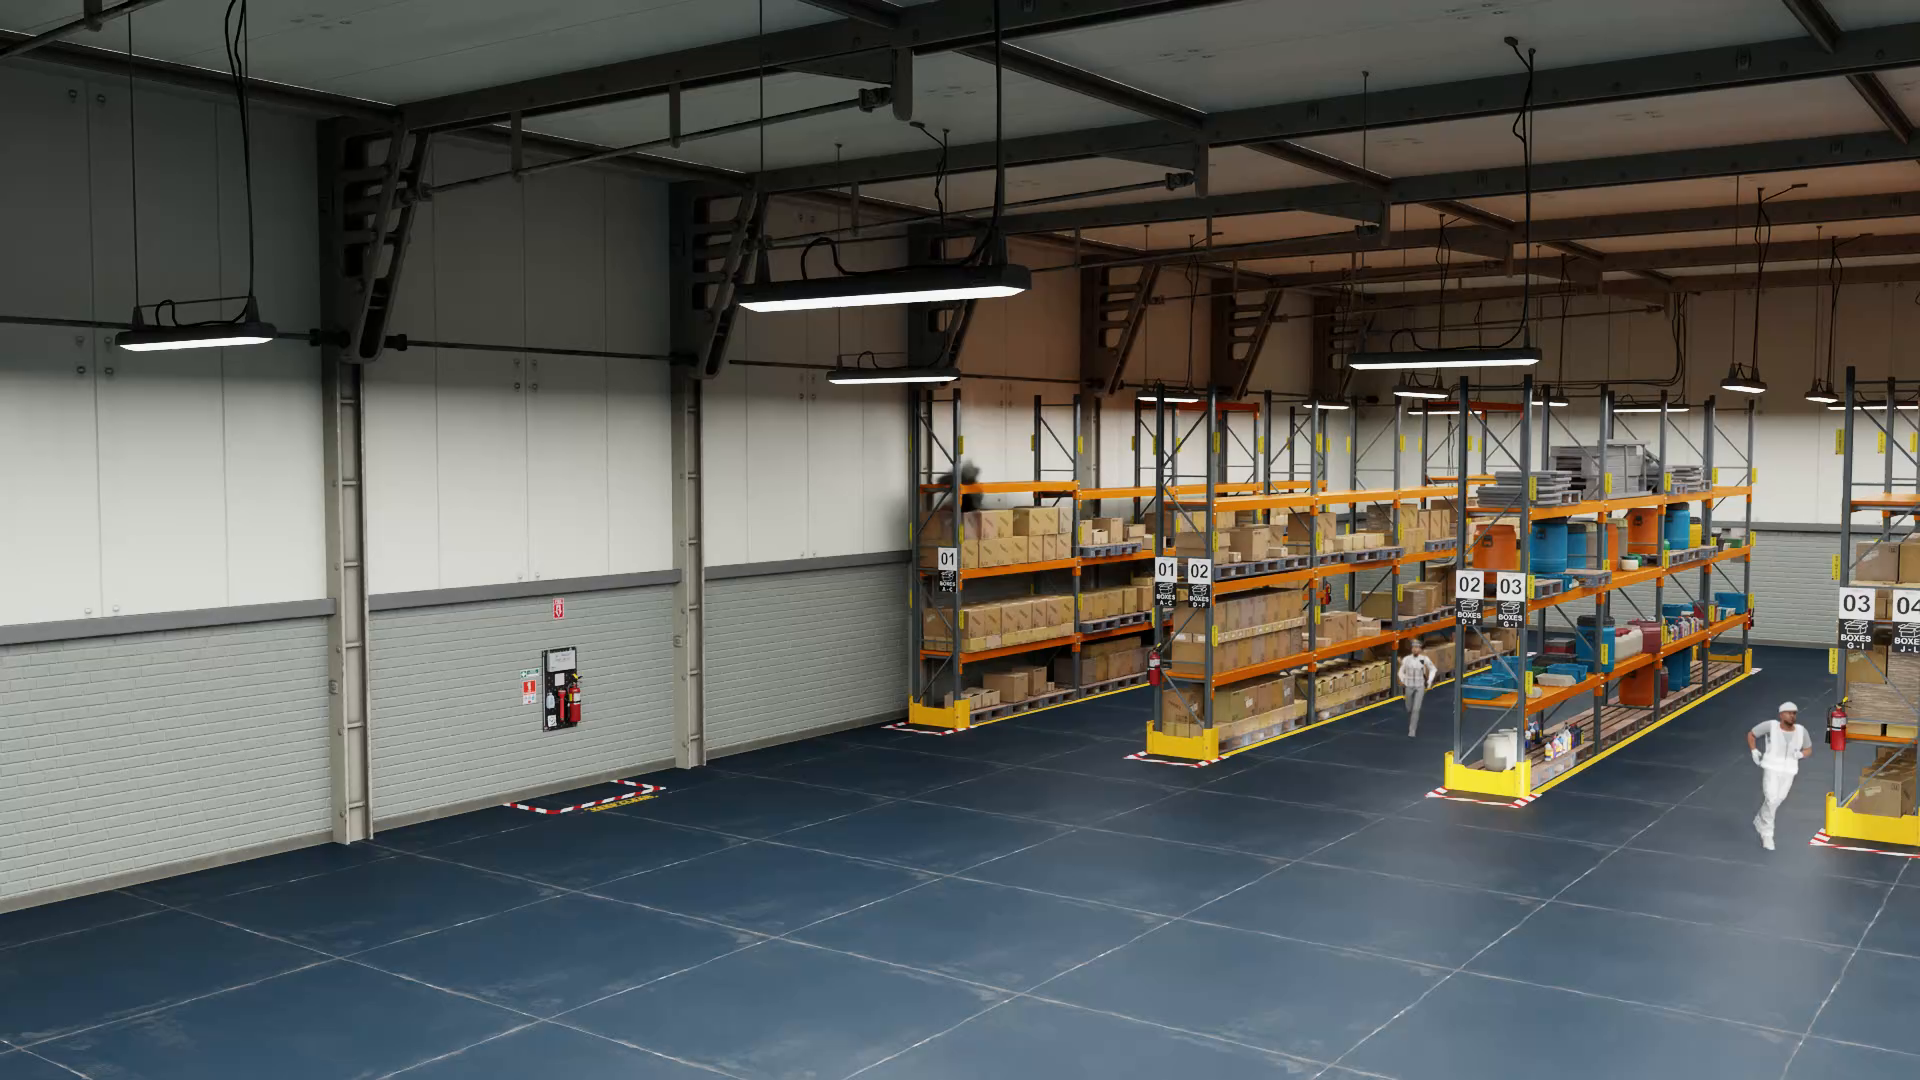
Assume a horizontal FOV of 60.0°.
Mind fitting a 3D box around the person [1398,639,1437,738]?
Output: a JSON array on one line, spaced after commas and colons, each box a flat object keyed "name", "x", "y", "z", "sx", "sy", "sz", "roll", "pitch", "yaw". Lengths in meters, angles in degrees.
[{"name": "person", "x": 7.886, "y": 2.537, "z": 28.726, "sx": 0.632, "sy": 1.661, "sz": 0.861, "roll": 1, "pitch": 4, "yaw": 25}]

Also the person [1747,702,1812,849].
[{"name": "person", "x": 10.343, "y": 2.940, "z": 20.958, "sx": 0.707, "sy": 1.831, "sz": 0.845, "roll": 0, "pitch": 3, "yaw": 5}]
